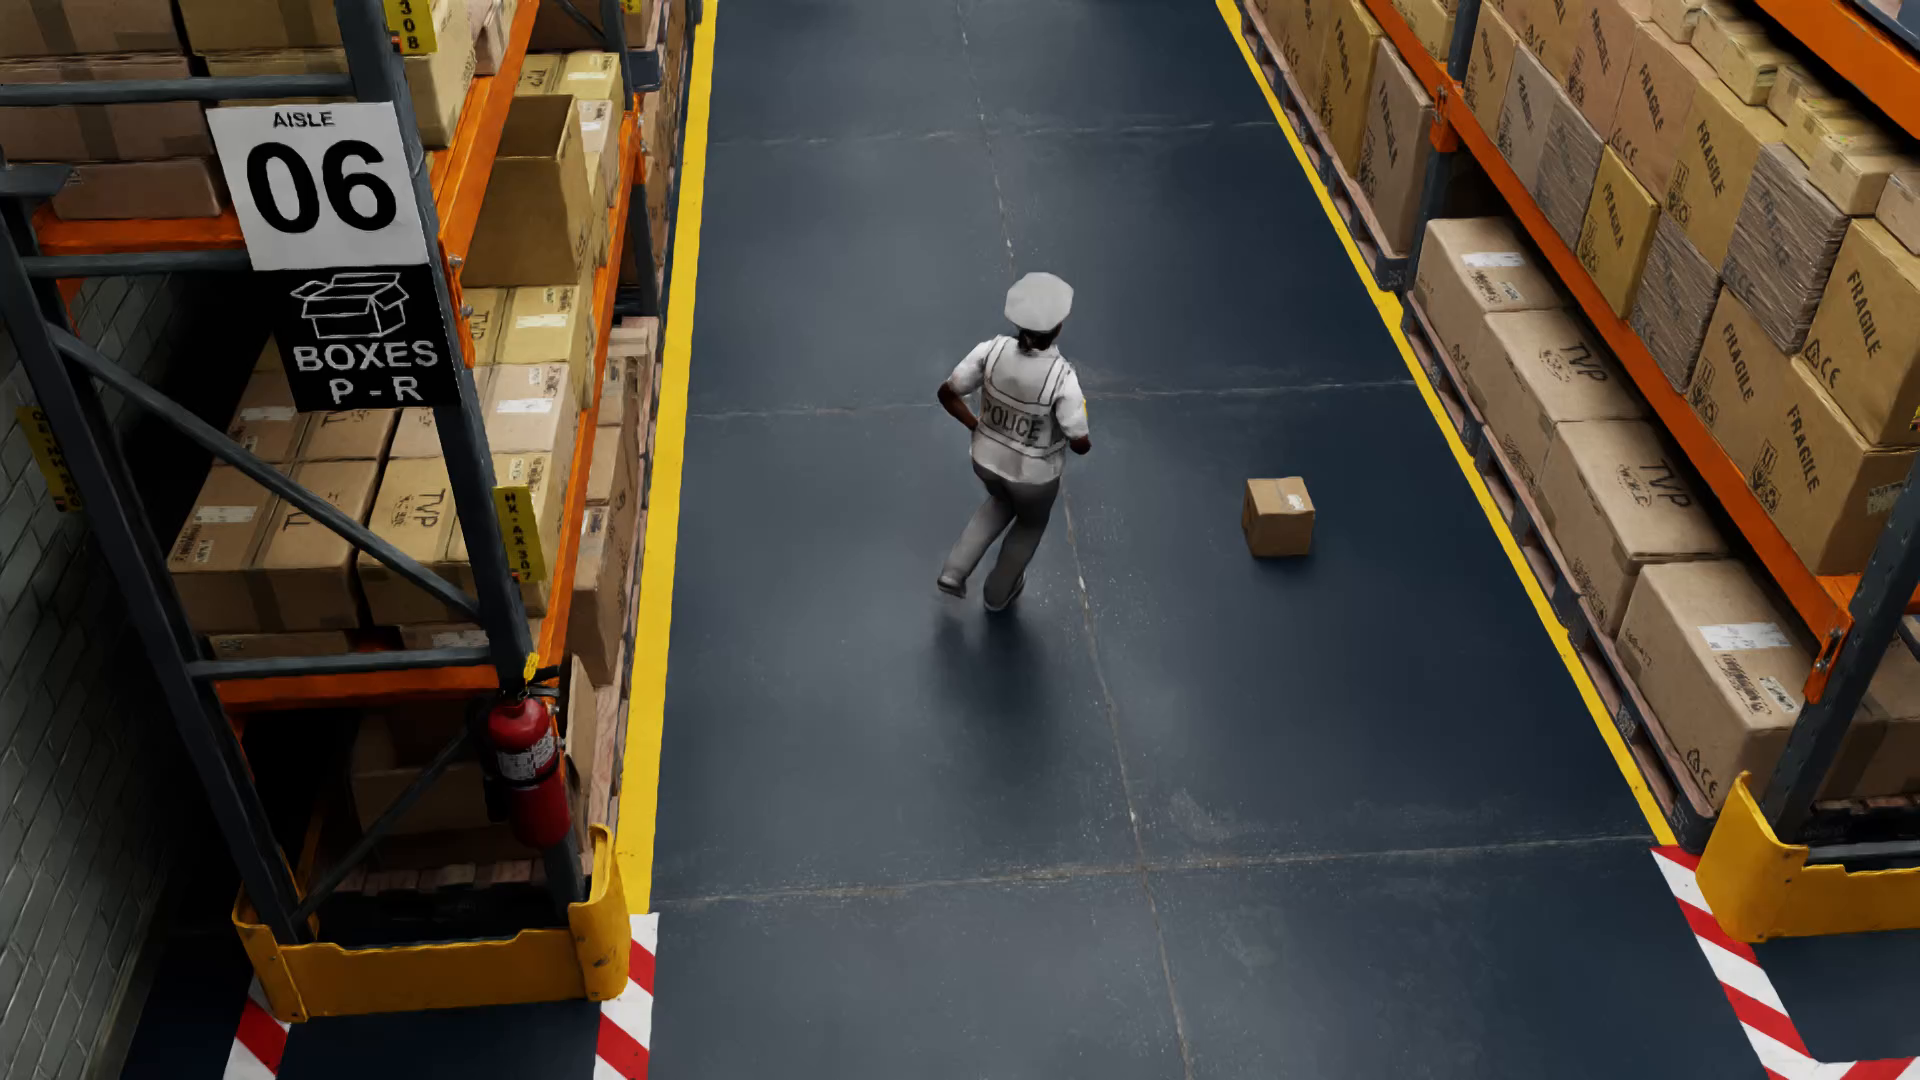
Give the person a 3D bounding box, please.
[{"bbox_3d":[0.247,-0.314,6.538,0.597,1.639,0.494,25,45,27],"label":"person"}]
